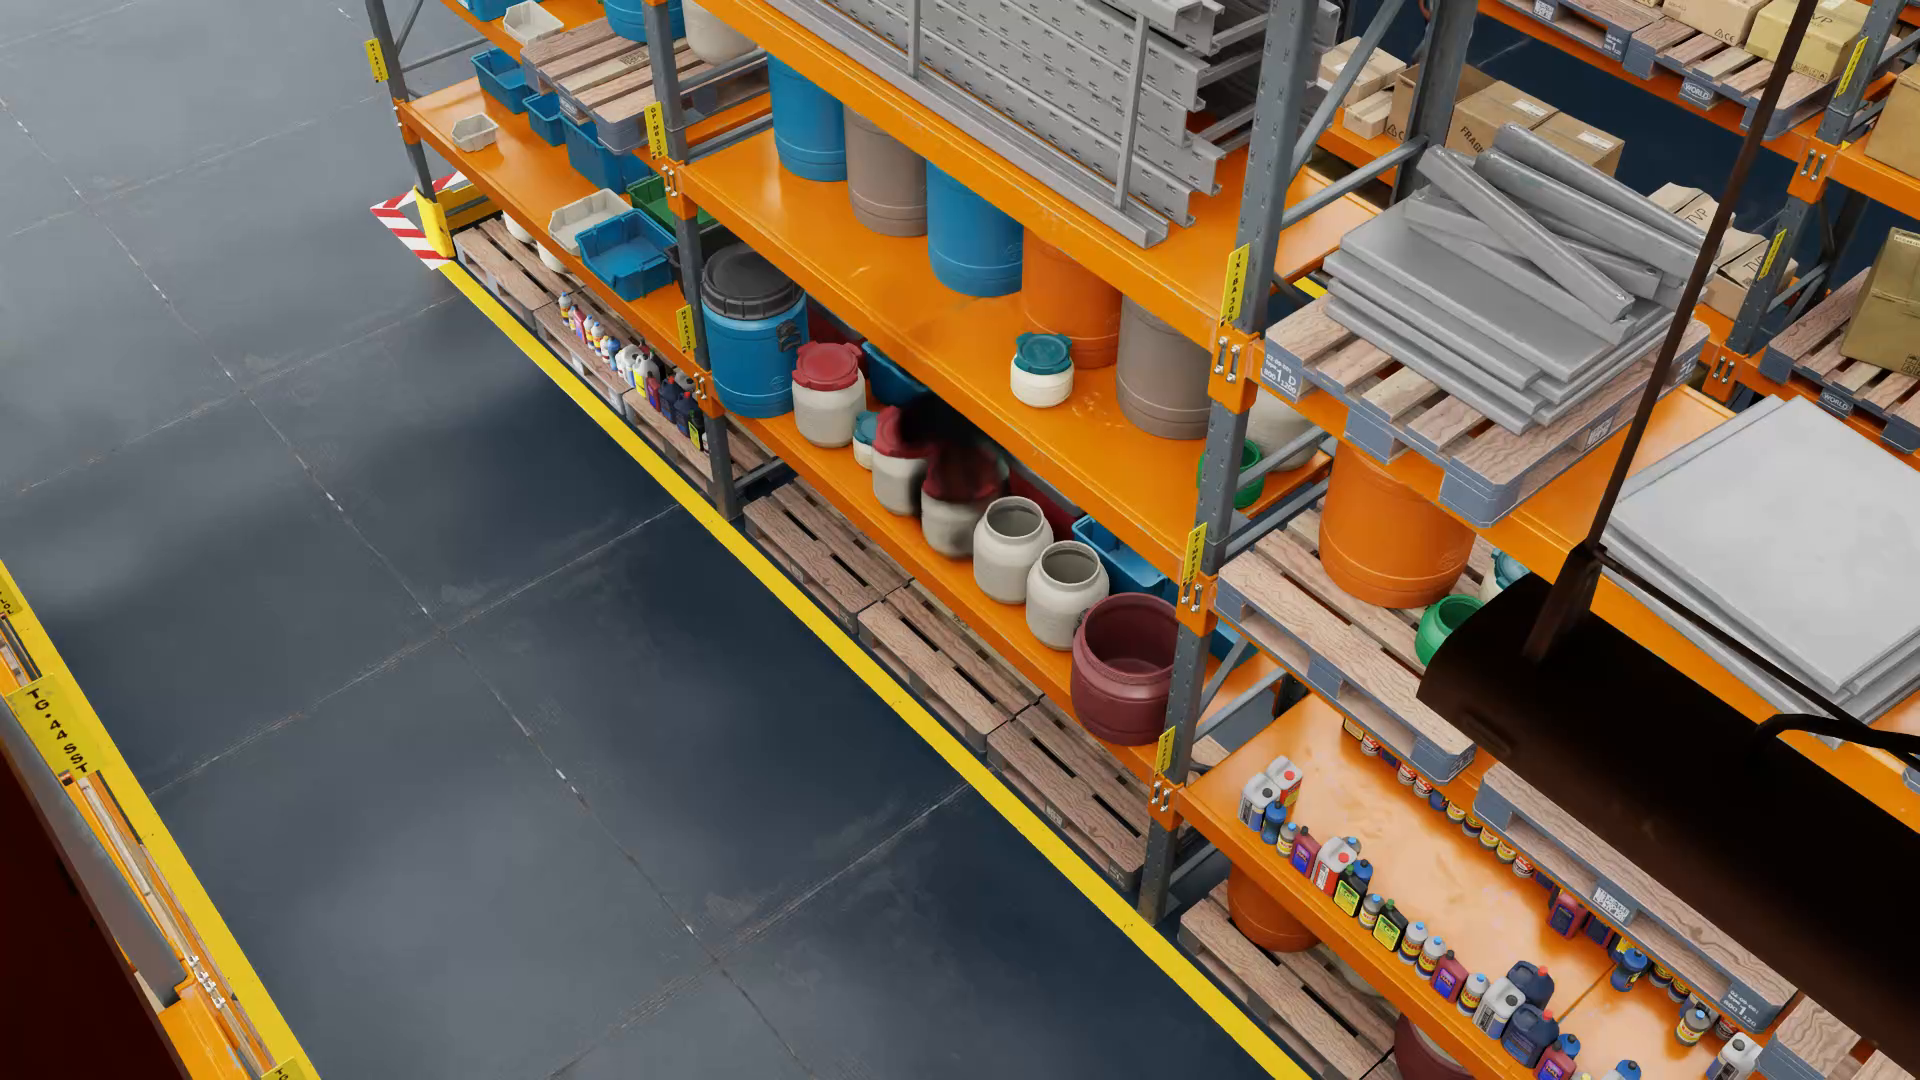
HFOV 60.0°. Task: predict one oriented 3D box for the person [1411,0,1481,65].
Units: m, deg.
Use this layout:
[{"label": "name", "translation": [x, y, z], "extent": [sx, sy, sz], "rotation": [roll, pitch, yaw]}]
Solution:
[{"label": "person", "translation": [4.017, -4.121, 13.728], "extent": [0.777, 1.756, 0.547], "rotation": [28, 53, 24]}]
